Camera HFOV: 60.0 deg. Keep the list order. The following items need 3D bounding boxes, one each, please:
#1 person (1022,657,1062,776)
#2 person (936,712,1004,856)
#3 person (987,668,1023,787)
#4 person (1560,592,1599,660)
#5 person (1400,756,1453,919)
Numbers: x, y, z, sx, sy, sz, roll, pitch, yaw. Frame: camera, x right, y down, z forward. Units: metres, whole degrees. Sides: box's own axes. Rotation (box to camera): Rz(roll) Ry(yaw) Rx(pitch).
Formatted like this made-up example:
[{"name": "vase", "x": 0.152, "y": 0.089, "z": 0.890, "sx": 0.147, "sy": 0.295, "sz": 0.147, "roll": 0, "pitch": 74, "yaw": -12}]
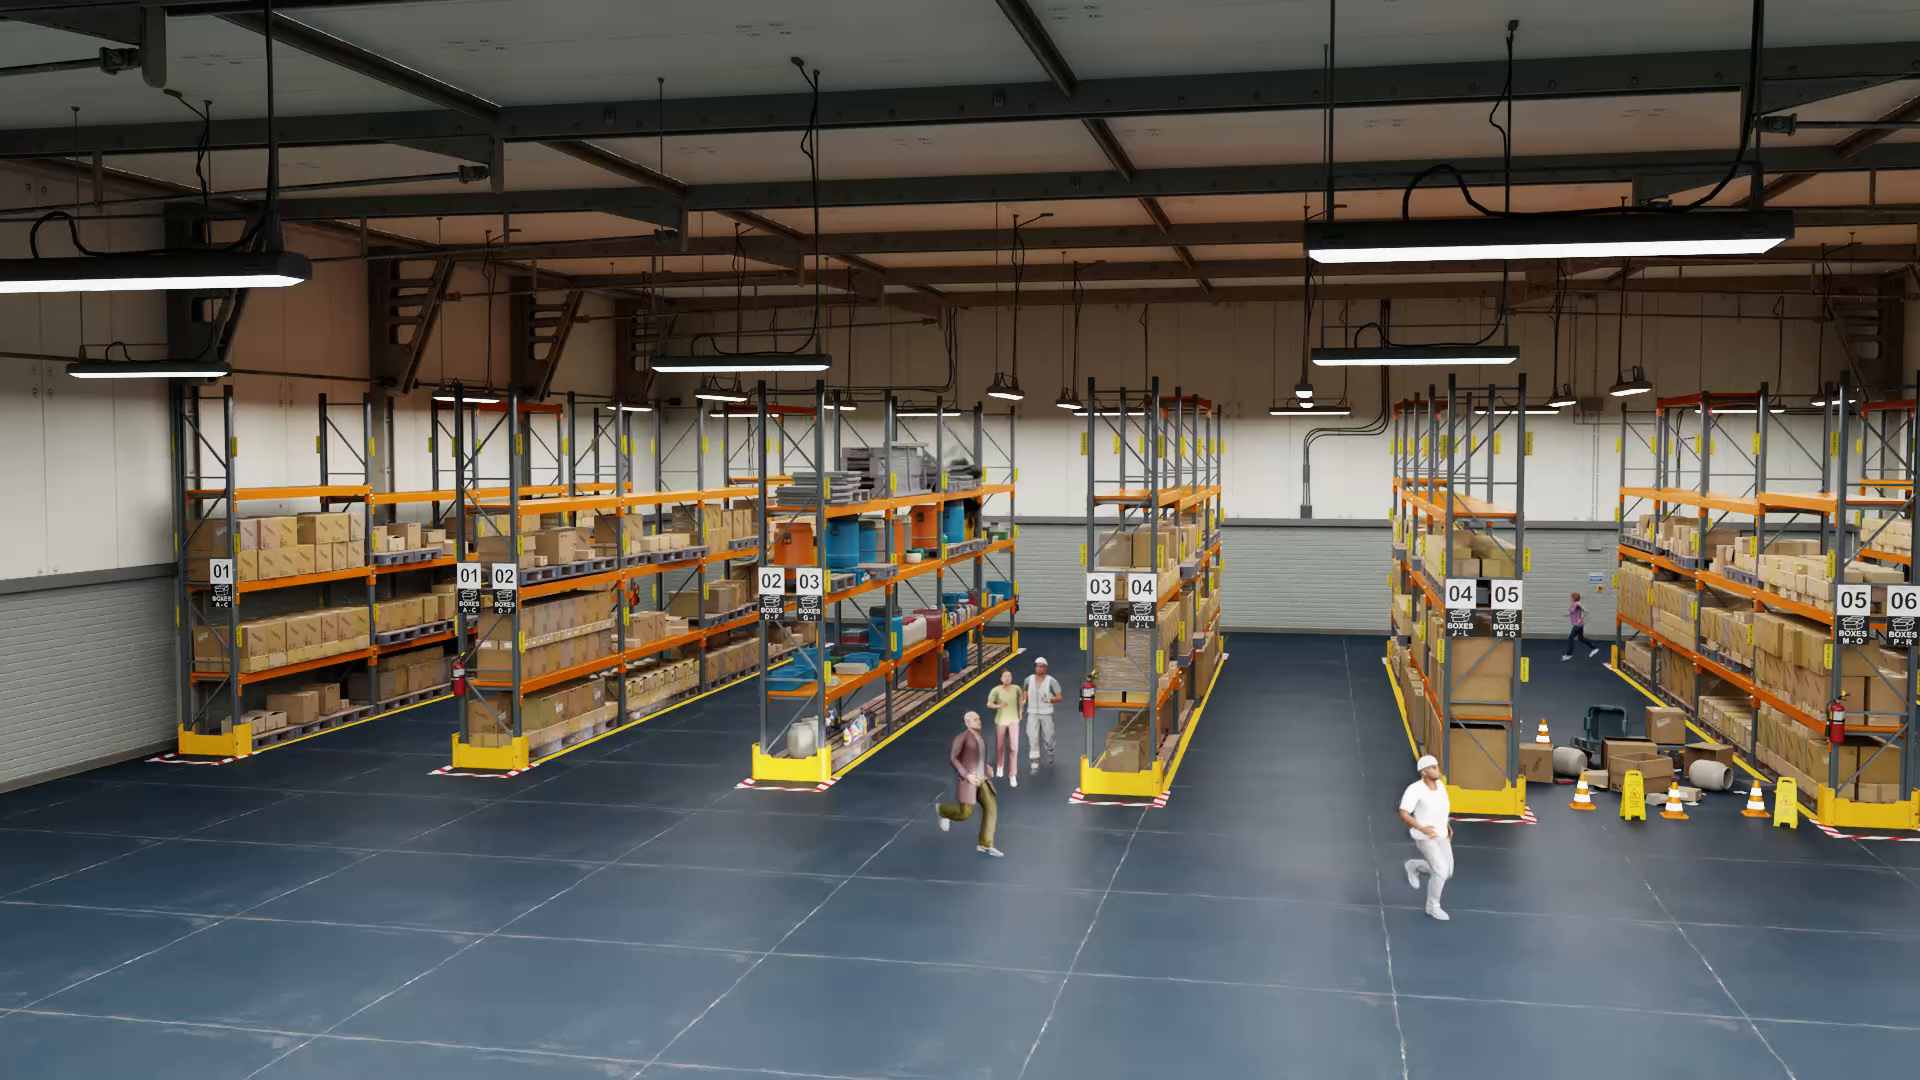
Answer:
[{"name": "person", "x": 1.233, "y": 2.679, "z": 25.473, "sx": 0.668, "sy": 1.768, "sz": 0.963, "roll": 1, "pitch": 3, "yaw": 14}, {"name": "person", "x": 0.126, "y": 3.001, "z": 20.630, "sx": 0.701, "sy": 1.760, "sz": 1.020, "roll": -3, "pitch": 4, "yaw": -44}, {"name": "person", "x": 0.675, "y": 2.764, "z": 24.816, "sx": 0.576, "sy": 1.721, "sz": 0.831, "roll": 0, "pitch": 3, "yaw": -6}, {"name": "person", "x": 14.545, "y": 2.028, "z": 39.029, "sx": 0.843, "sy": 1.589, "sz": 0.518, "roll": 1, "pitch": 3, "yaw": 14}, {"name": "person", "x": 5.003, "y": 3.156, "z": 17.856, "sx": 0.720, "sy": 1.707, "sz": 0.661, "roll": -3, "pitch": 4, "yaw": -39}]
